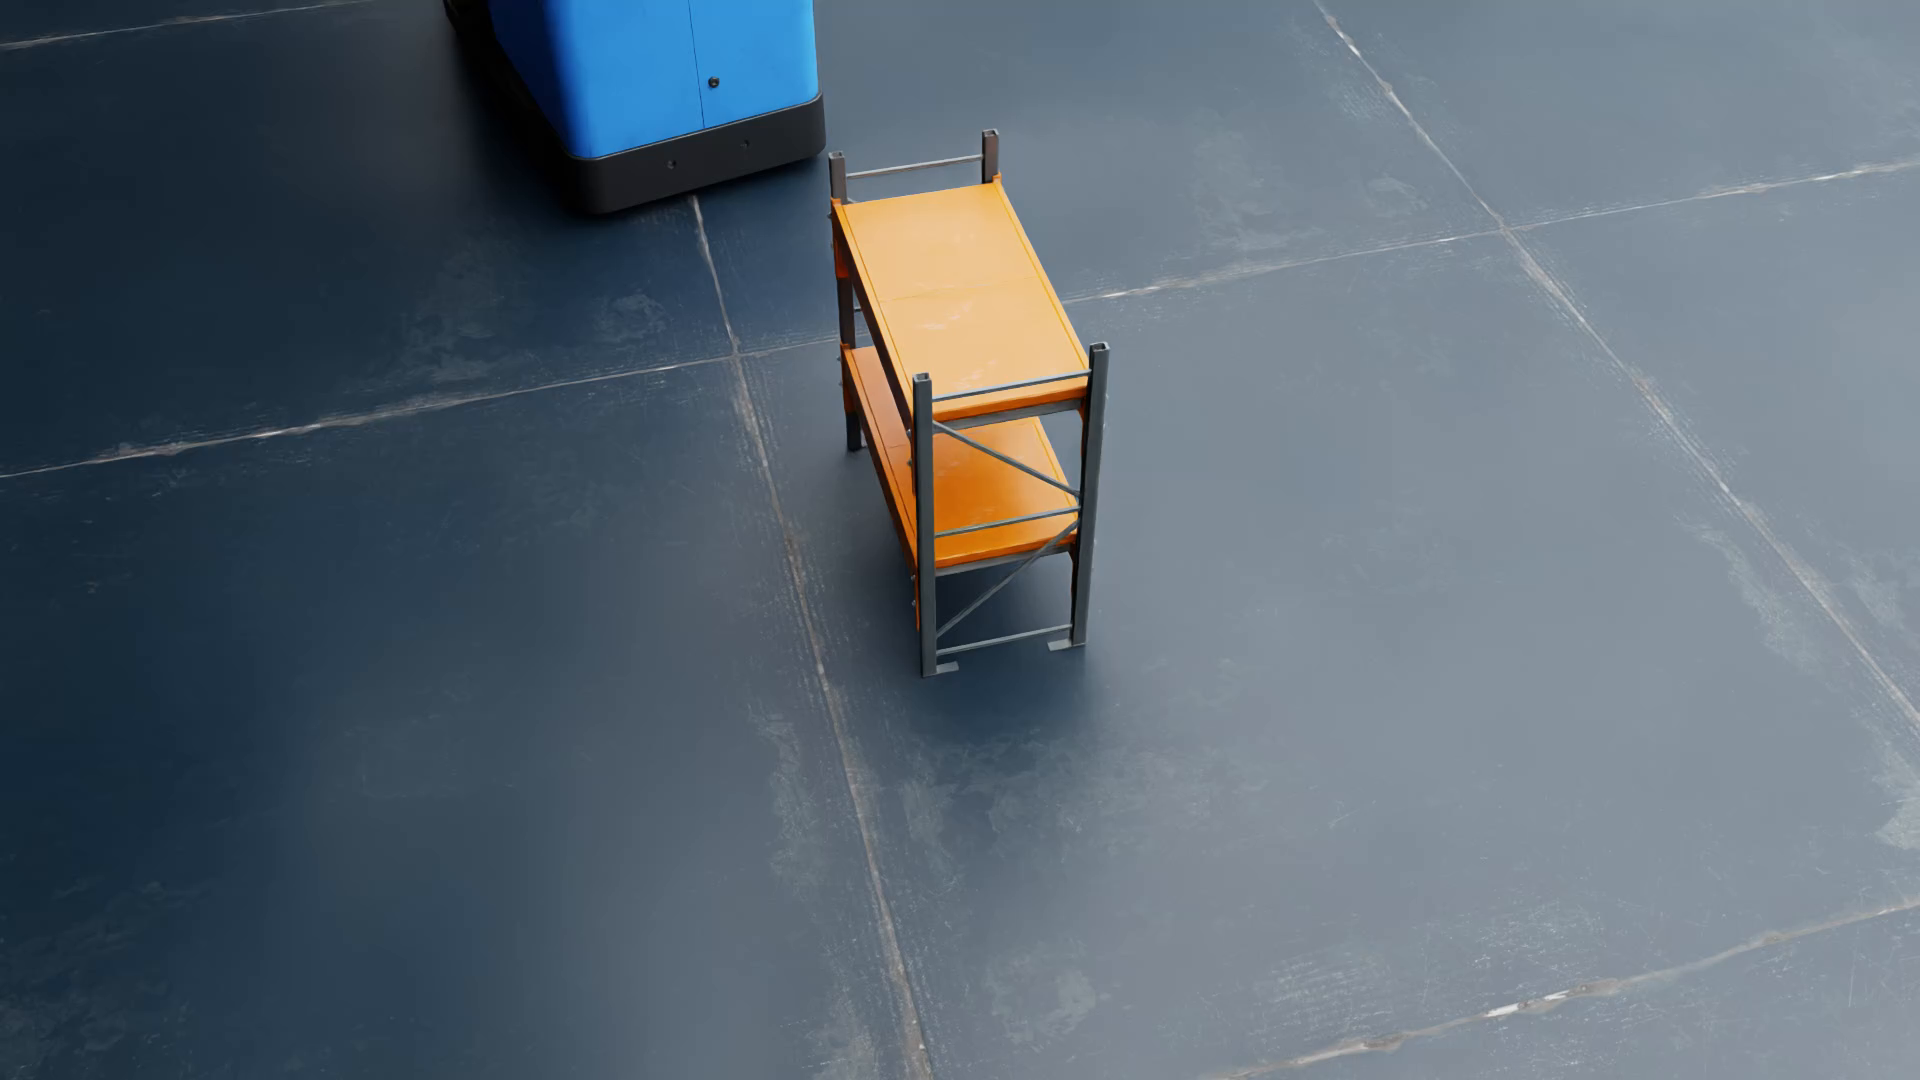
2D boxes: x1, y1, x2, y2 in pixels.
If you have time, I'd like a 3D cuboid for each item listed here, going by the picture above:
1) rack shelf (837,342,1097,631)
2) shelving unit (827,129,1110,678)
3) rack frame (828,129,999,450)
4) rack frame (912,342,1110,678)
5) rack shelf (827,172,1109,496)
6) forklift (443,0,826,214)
[{"bbox_3d":[-0.002,-0.227,5.027,0.538,0.278,1.000,-11,47,-10],"label":"rack shelf"},{"bbox_3d":[-0.002,-0.398,4.853,0.538,1.125,1.048,-11,47,-10],"label":"shelving unit"},{"bbox_3d":[-0.132,-0.749,5.197,0.500,1.125,0.032,-11,47,-10],"label":"rack frame"},{"bbox_3d":[0.128,-0.047,4.509,0.500,1.125,0.032,-11,47,-10],"label":"rack frame"},{"bbox_3d":[-0.002,-0.603,4.644,0.538,0.278,1.000,-11,47,-10],"label":"rack shelf"},{"bbox_3d":[-1.664,-3.330,6.462,1.130,2.935,3.031,-20,49,-19],"label":"forklift"}]
